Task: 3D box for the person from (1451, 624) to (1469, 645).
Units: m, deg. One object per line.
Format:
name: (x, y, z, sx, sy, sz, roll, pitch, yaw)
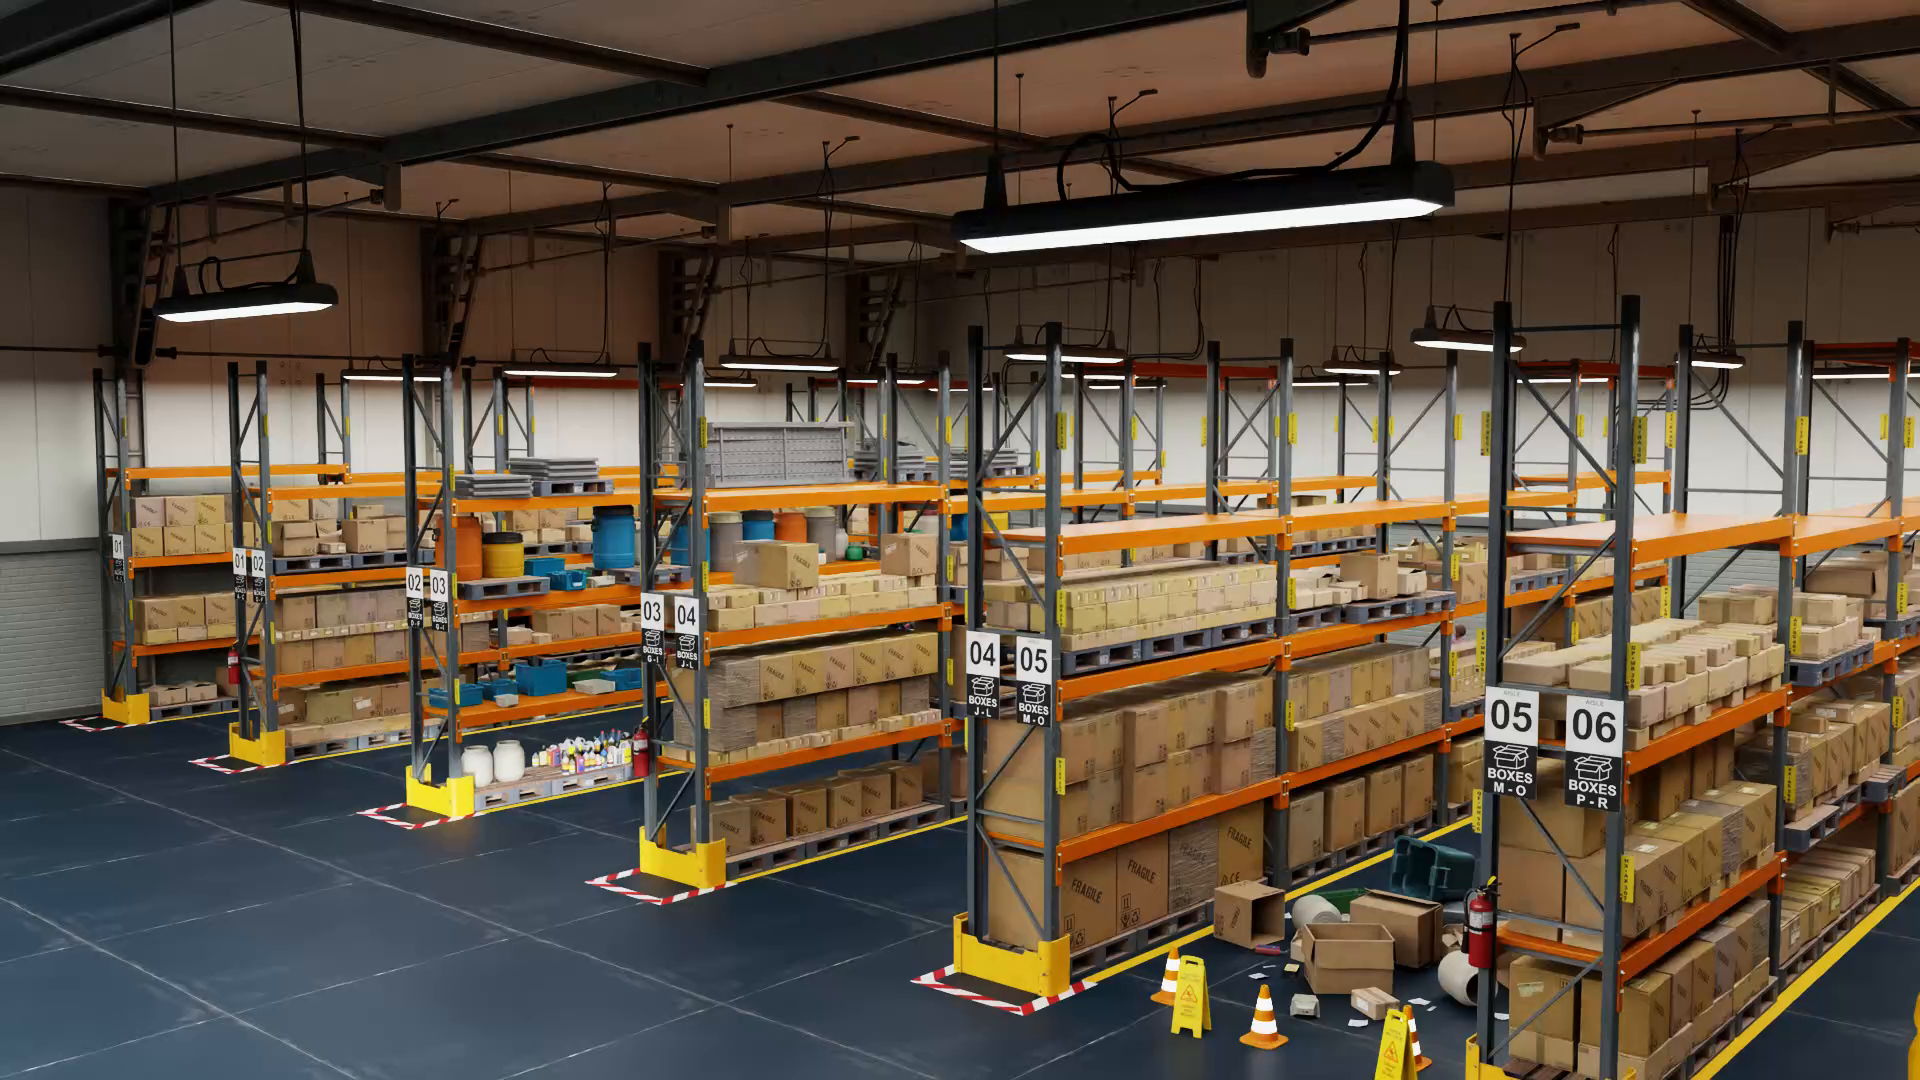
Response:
person: (8.722, 2.239, 29.123, 0.502, 1.554, 0.823, 4, 6, 41)
